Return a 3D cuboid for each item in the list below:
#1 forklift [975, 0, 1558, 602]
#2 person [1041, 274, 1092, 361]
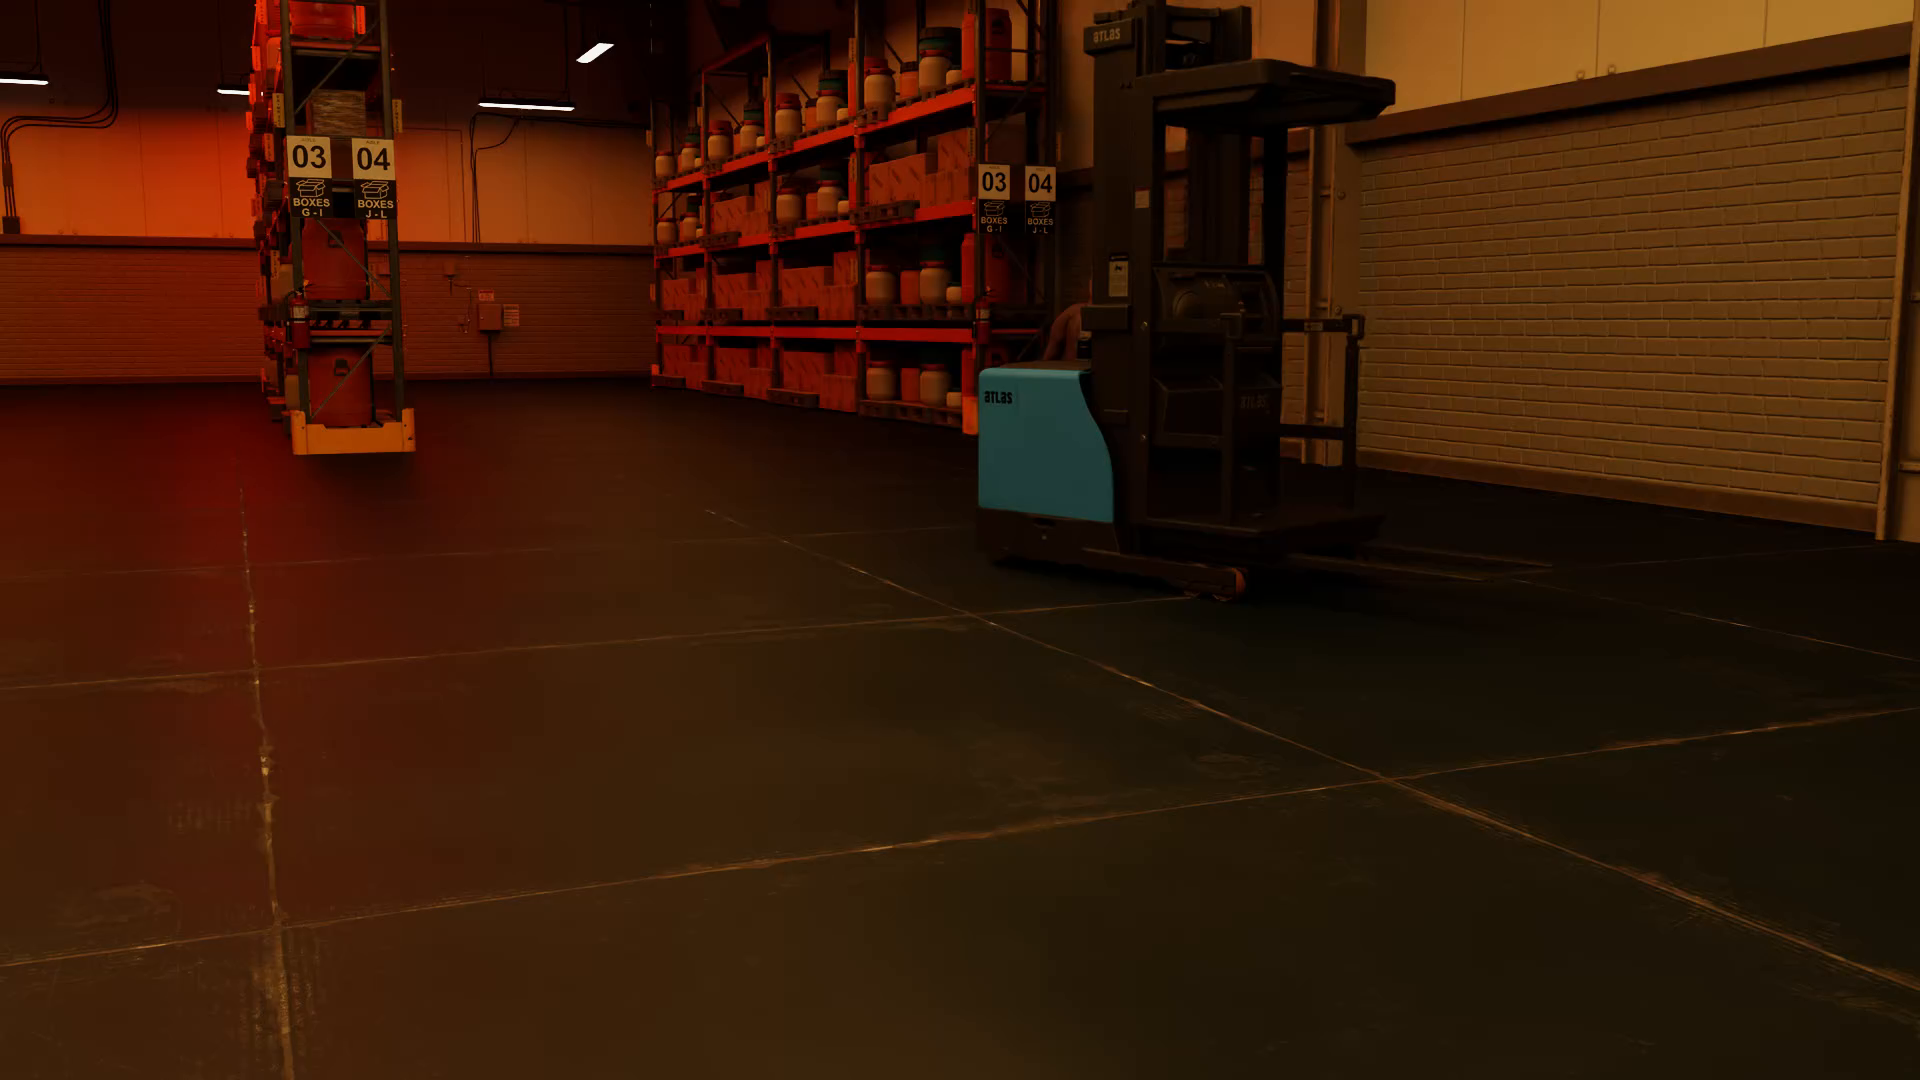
[{"bbox_3d":[1.454,-1.232,8.288,1.130,2.935,3.031,-7,10,-42],"label":"forklift"},{"bbox_3d":[0.796,-0.864,10.313,0.939,1.687,0.577,5,9,32],"label":"person"}]
